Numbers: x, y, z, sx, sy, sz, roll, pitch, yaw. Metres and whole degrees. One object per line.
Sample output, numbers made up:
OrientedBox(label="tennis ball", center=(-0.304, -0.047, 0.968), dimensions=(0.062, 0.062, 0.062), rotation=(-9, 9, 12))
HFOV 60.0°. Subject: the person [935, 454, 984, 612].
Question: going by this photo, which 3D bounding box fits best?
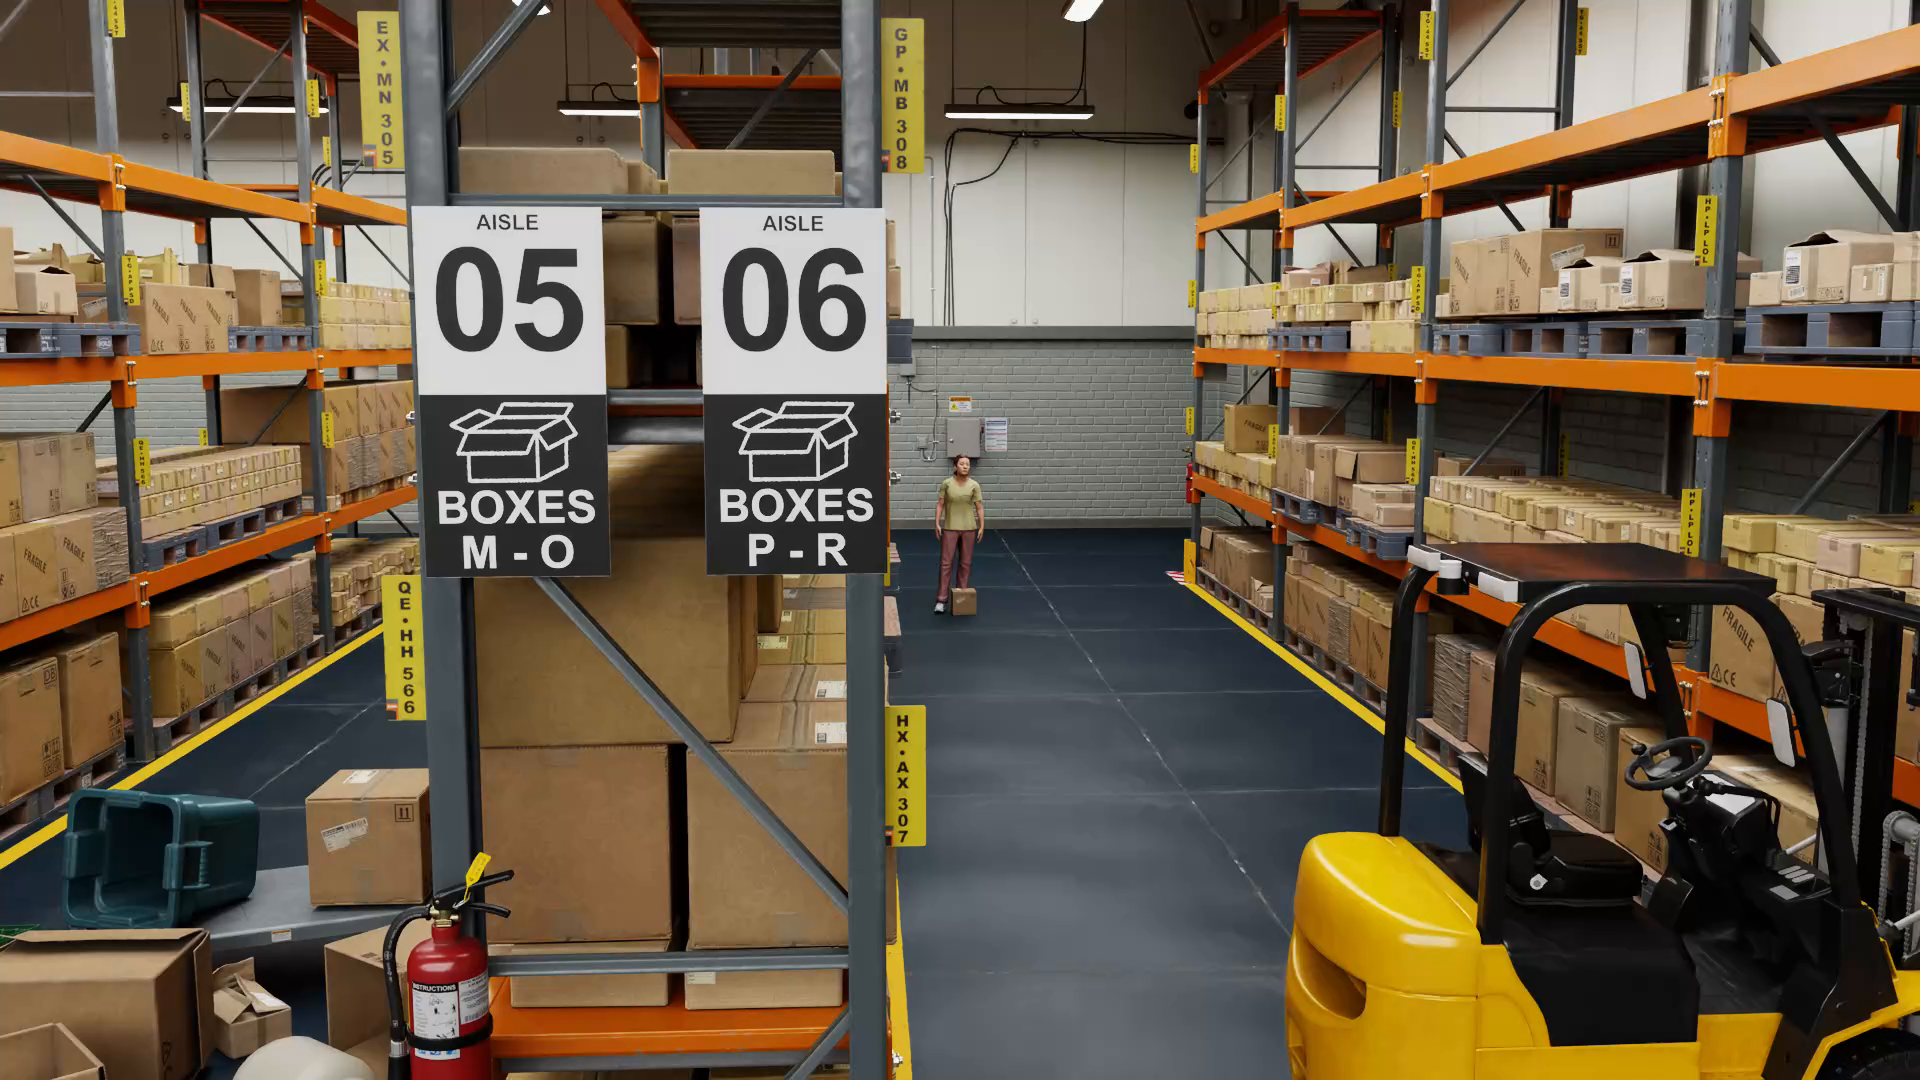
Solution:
OrientedBox(label="person", center=(-0.008, -0.084, 17.869), dimensions=(0.554, 1.676, 0.549), rotation=(0, 7, -4))
